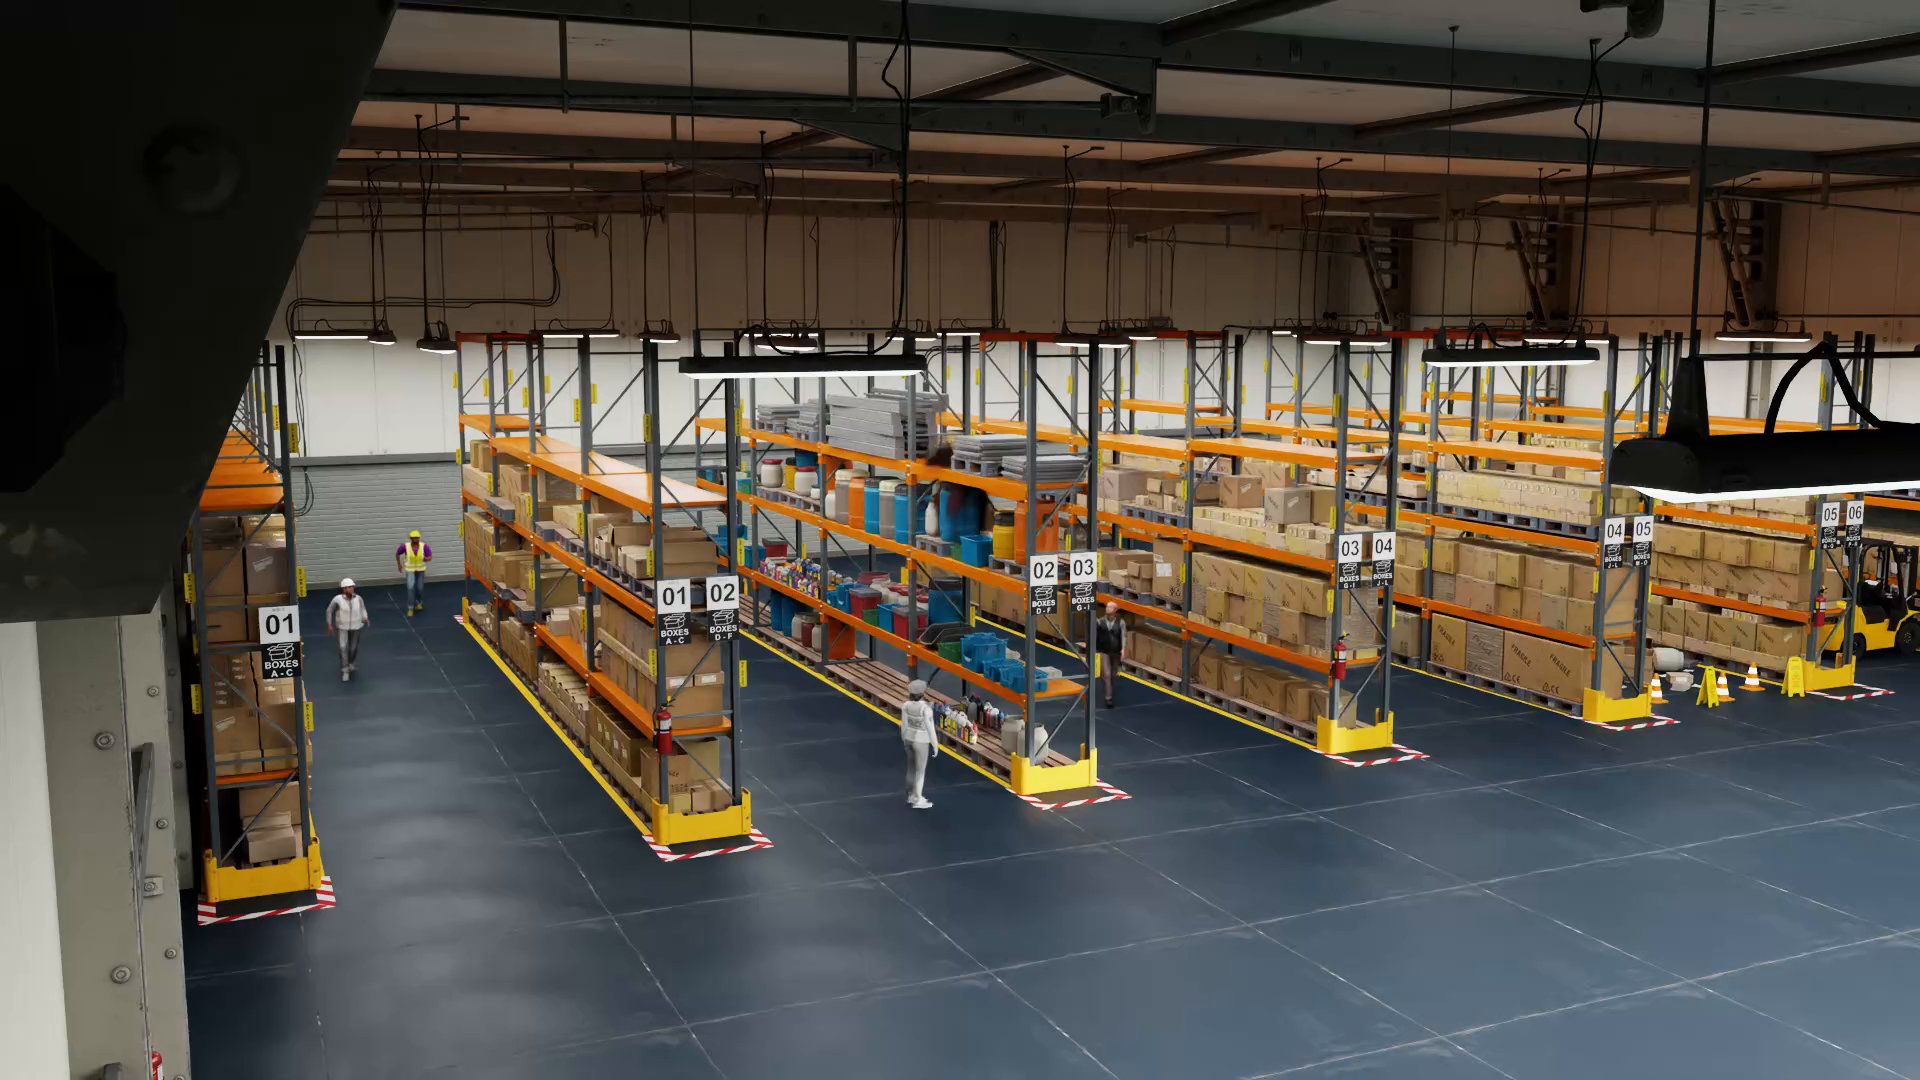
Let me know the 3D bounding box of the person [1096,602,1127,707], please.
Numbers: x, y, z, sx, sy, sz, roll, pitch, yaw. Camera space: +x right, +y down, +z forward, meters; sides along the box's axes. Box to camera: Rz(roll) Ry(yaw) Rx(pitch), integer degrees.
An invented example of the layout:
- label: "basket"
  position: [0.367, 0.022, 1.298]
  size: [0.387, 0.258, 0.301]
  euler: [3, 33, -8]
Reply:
- label: "person"
  position: [2.455, 1.842, 27.181]
  size: [0.524, 1.660, 0.991]
  euler: [-2, 8, -11]

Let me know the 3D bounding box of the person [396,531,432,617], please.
- label: "person"
  position: [-11.613, 0.697, 35.441]
  size: [0.732, 1.818, 0.829]
  euler: [-3, 8, -22]

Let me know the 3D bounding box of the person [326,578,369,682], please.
- label: "person"
  position: [-10.775, 1.545, 29.274]
  size: [0.693, 1.756, 0.983]
  euler: [-3, 8, -23]

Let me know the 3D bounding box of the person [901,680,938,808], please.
- label: "person"
  position: [-0.536, 2.622, 21.466]
  size: [0.441, 1.700, 0.549]
  euler: [-6, 10, -38]
